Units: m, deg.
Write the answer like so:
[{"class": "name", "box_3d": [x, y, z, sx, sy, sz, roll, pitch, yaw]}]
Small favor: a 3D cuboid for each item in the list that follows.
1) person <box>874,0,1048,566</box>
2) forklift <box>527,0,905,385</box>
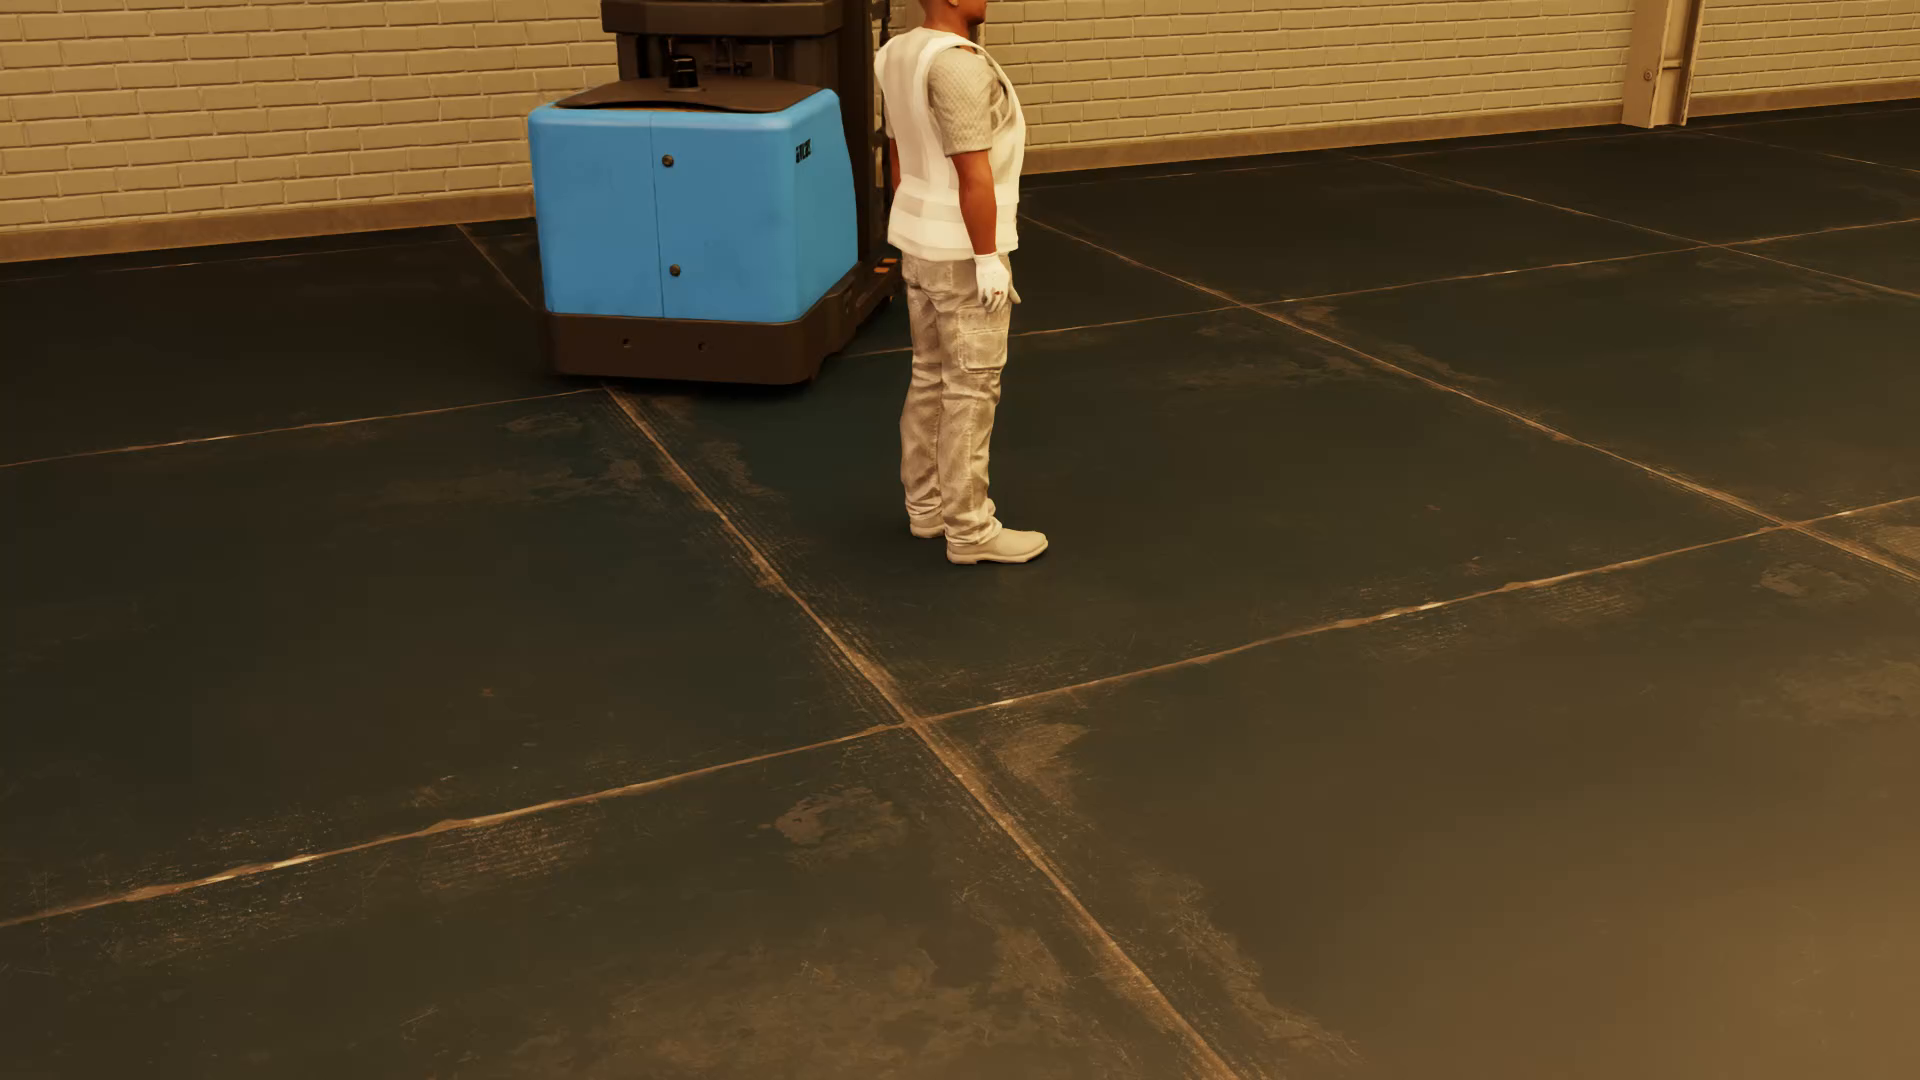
[{"class": "person", "box_3d": [0.000, -0.829, 4.775, 0.382, 1.789, 0.542, -10, 25, -23]}, {"class": "forklift", "box_3d": [-0.869, -2.477, 7.248, 1.130, 2.935, 3.031, 4, 23, 9]}]
